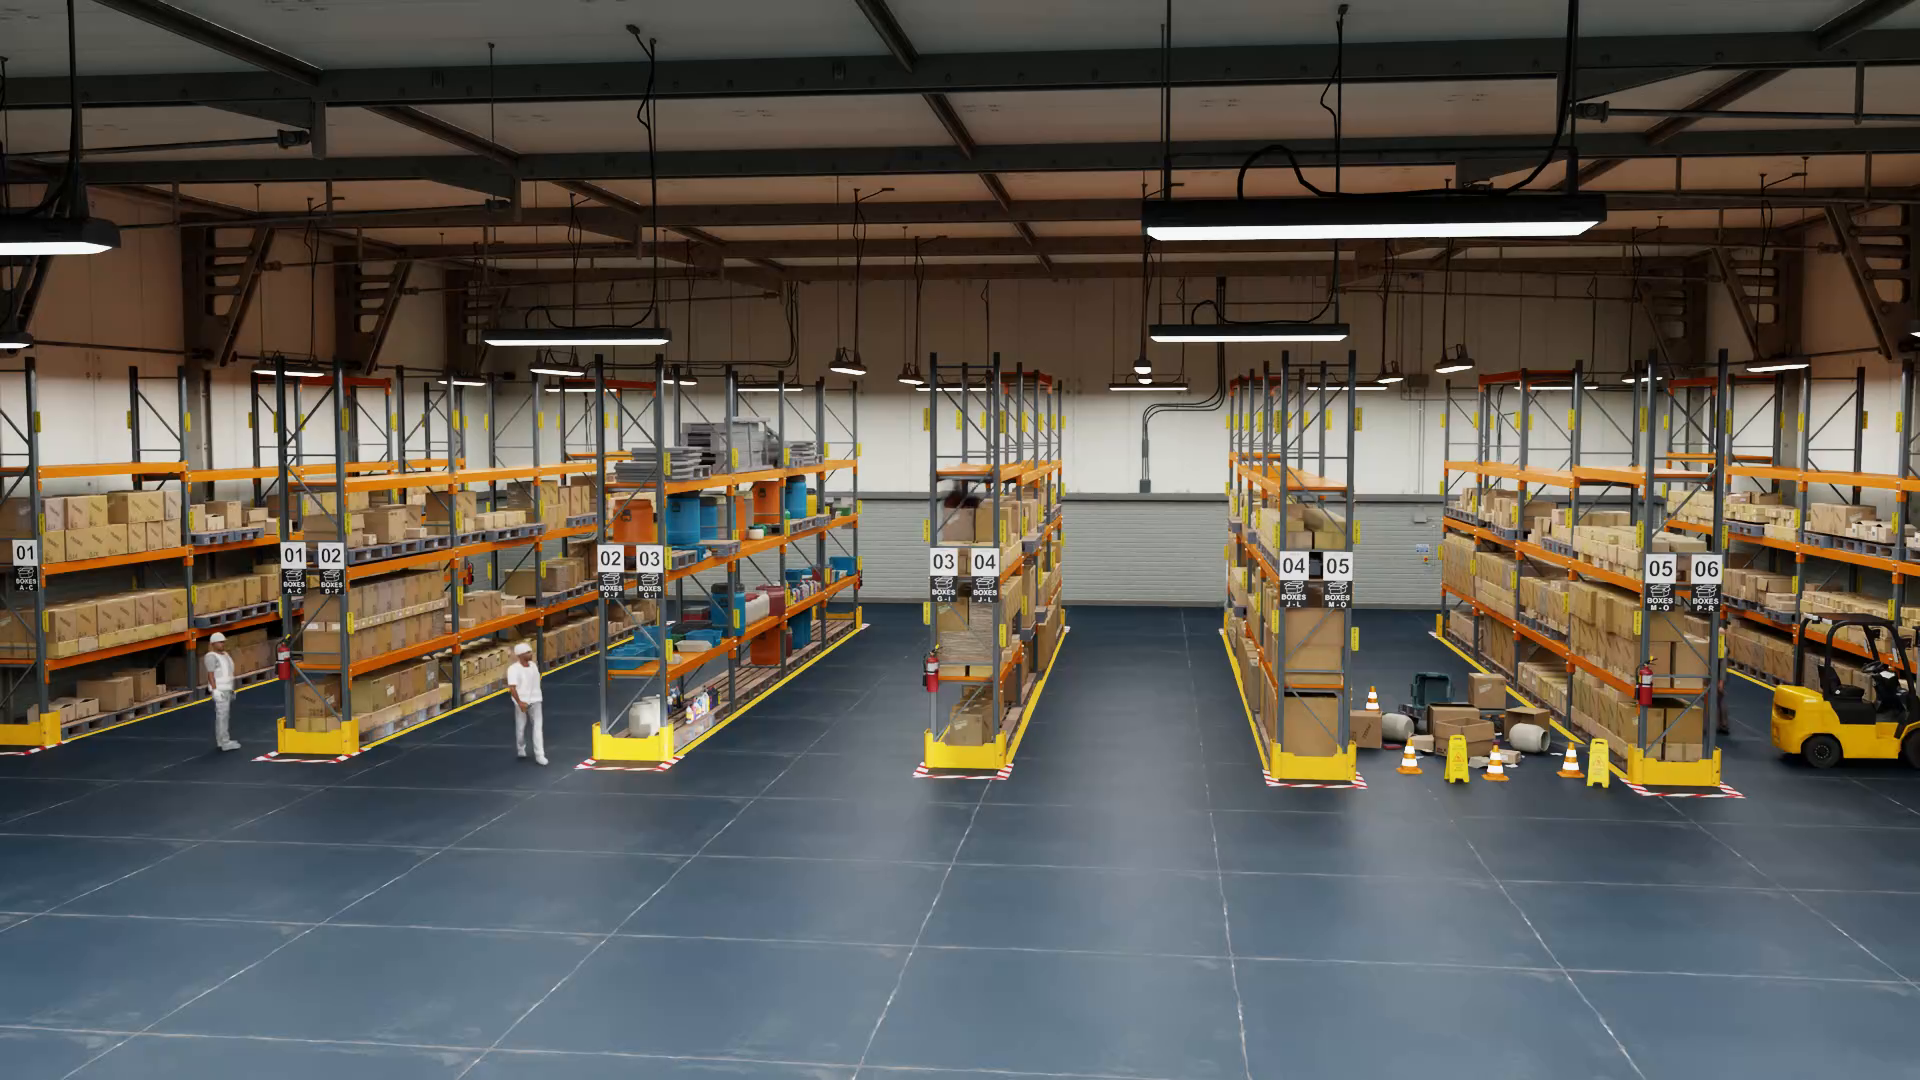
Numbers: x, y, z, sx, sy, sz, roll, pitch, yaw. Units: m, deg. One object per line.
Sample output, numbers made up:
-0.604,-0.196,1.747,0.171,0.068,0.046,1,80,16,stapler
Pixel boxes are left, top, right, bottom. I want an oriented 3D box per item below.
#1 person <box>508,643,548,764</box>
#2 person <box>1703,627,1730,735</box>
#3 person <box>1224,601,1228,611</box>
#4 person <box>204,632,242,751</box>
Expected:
-6.388,2.387,24.470,0.507,1.718,0.950,-2,4,-25,person
12.140,2.260,26.729,0.441,1.723,0.562,3,5,32,person
7.240,1.107,43.137,0.718,1.669,0.474,3,5,39,person
-11.266,2.304,25.425,0.483,1.778,0.625,-1,4,-15,person
